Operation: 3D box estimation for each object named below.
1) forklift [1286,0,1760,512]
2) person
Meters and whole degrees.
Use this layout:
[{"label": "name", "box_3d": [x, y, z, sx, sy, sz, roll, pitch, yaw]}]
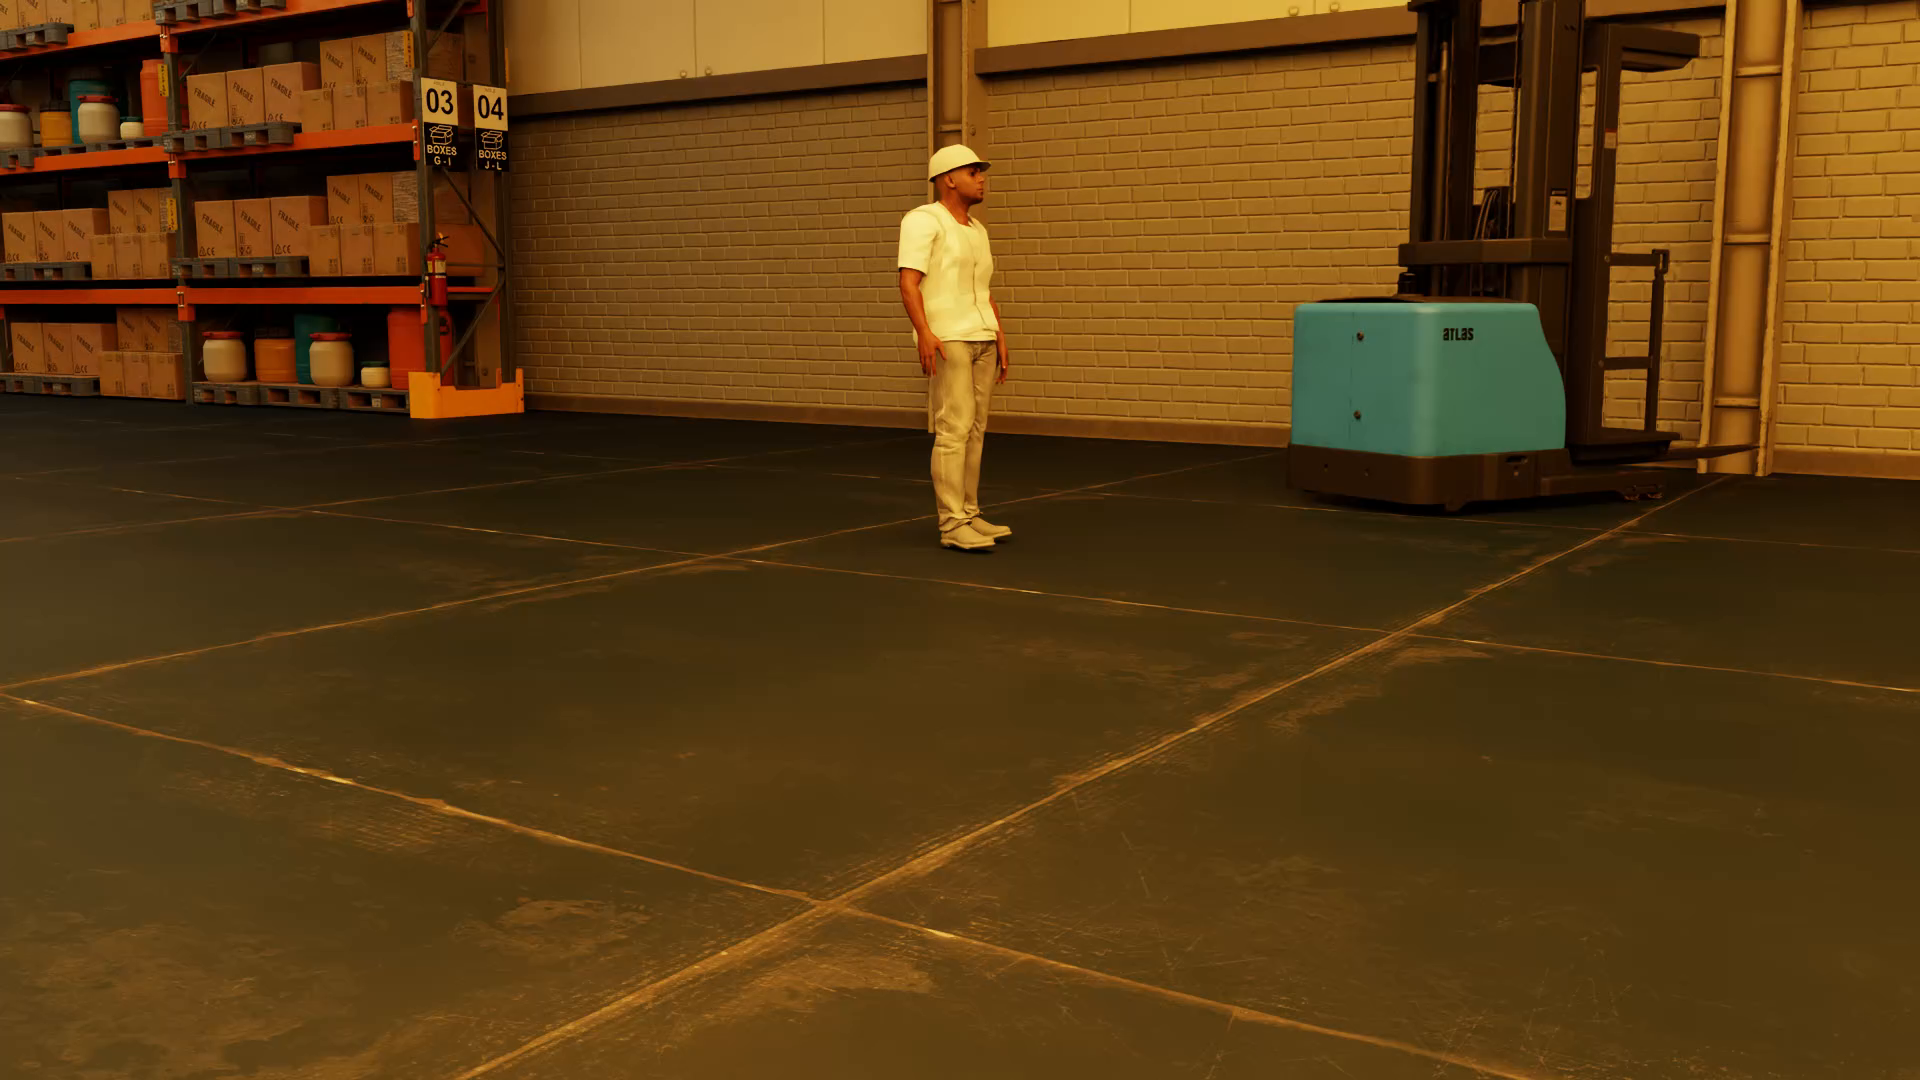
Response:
[{"label": "forklift", "box_3d": [3.322, -1.721, 9.294, 3.031, 2.935, 1.130, -5, 9, -31]}, {"label": "person", "box_3d": [0.054, -0.872, 7.436, 0.577, 1.759, 0.666, 5, 10, 34]}]
